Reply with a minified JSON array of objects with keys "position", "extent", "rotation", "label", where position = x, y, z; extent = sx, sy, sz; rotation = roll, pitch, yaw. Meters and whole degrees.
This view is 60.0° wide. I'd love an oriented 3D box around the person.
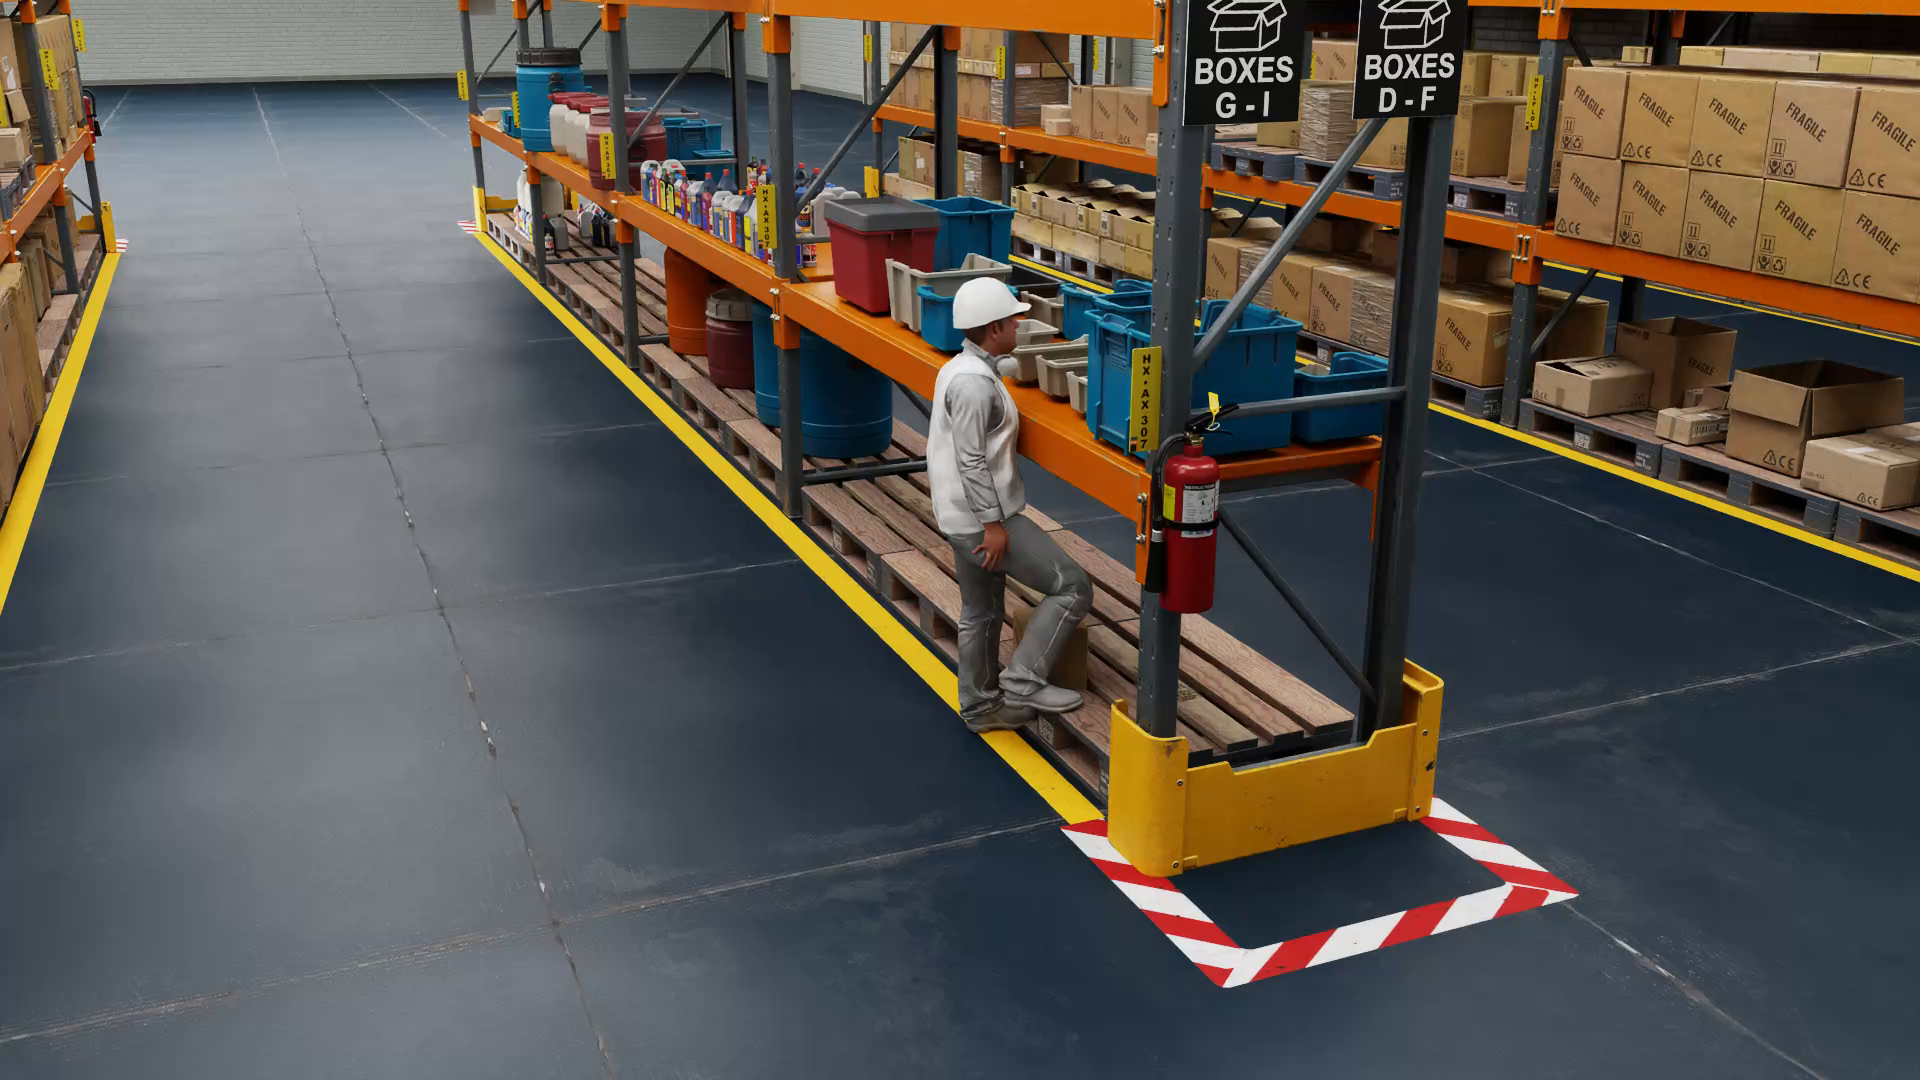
[{"position":[0.181,-0.095,6.271],"extent":[0.610,1.778,0.637],"rotation":[-2,19,-6],"label":"person"}]
